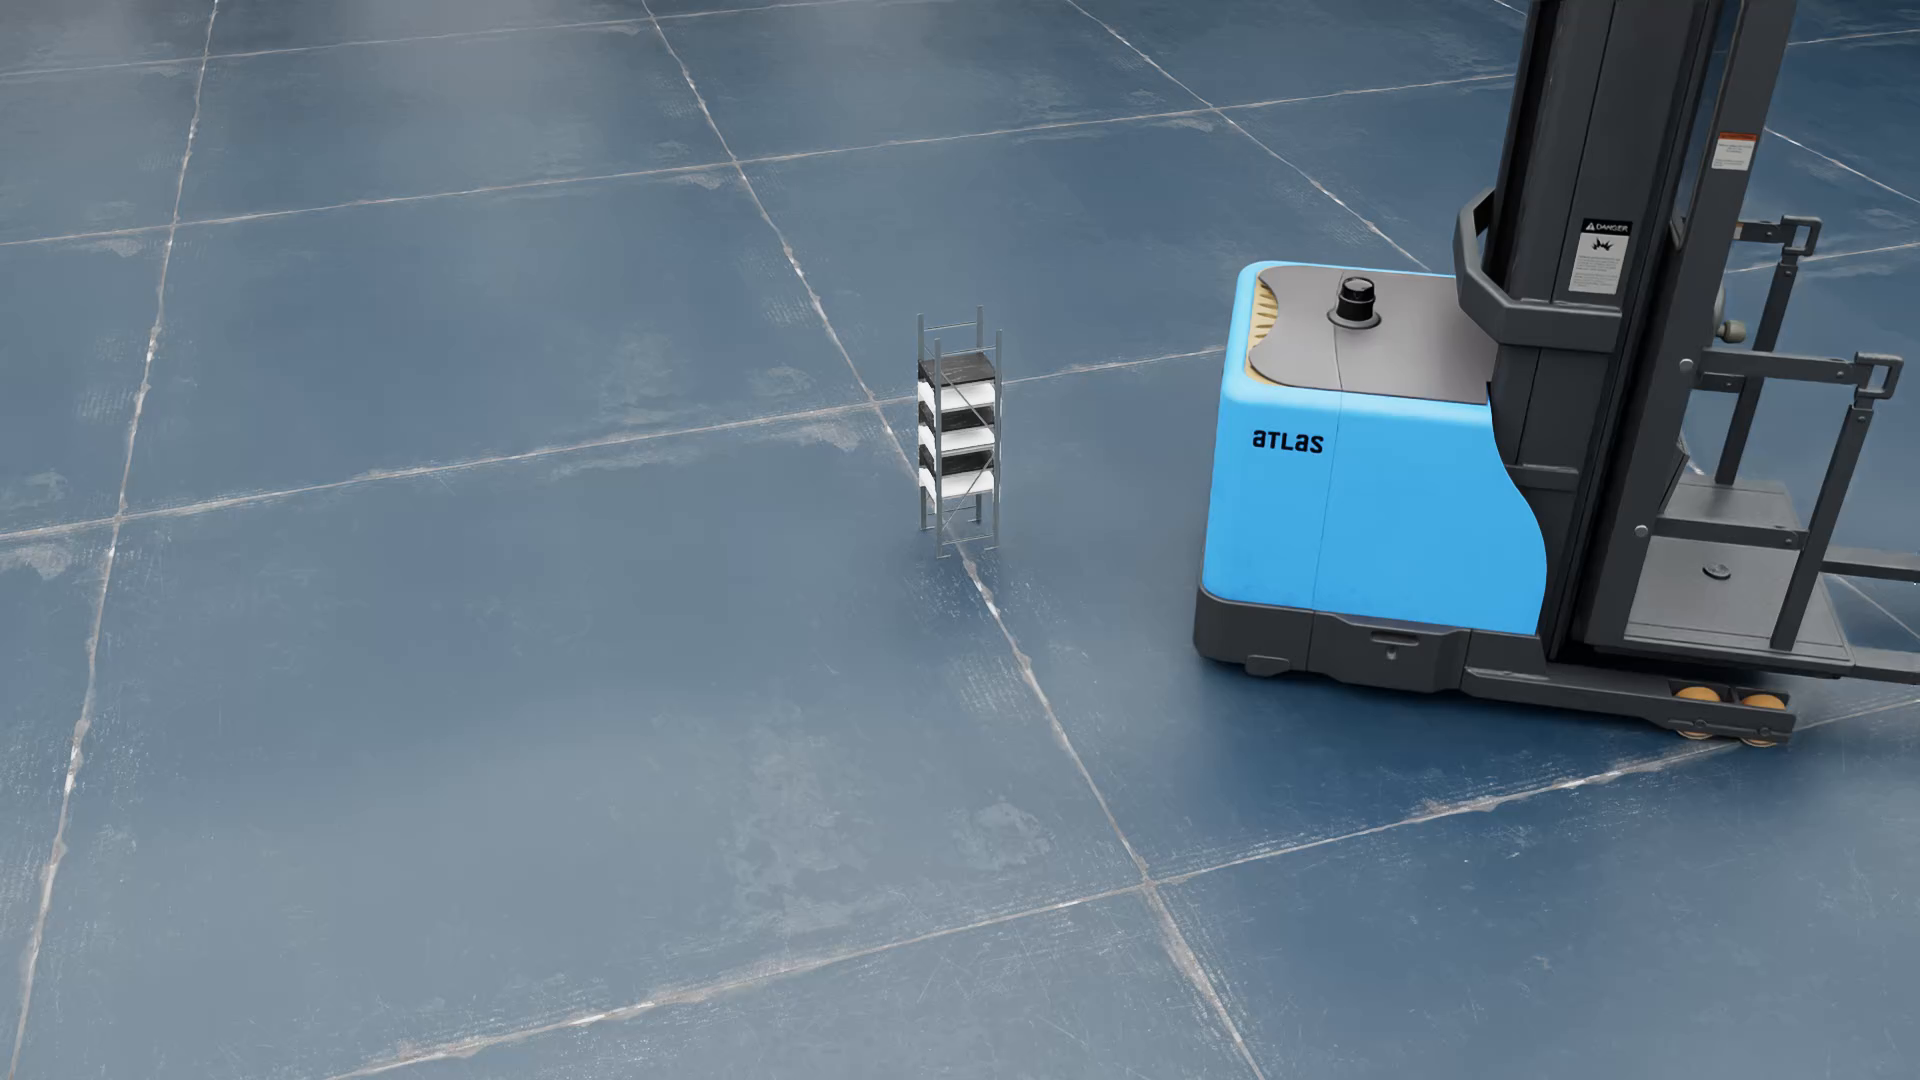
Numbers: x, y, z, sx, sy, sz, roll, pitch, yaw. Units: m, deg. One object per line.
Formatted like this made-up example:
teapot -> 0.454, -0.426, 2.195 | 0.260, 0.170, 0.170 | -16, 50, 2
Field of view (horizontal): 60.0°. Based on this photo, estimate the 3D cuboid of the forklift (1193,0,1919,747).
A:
forklift -> 2.354, -0.889, 4.937 | 3.031, 2.935, 1.130 | 6, 34, 10

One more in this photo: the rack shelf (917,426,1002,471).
rack shelf -> -0.002, -0.352, 6.027 | 0.258, 0.077, 0.200 | -10, 35, -15

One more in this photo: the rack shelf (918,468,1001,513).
rack shelf -> -0.002, -0.202, 6.126 | 0.258, 0.077, 0.200 | -10, 35, -15

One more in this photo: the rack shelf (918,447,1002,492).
rack shelf -> -0.002, -0.277, 6.076 | 0.258, 0.077, 0.200 | -10, 35, -15

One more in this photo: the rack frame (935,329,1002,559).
rack frame -> 0.029, -0.326, 5.928 | 0.240, 0.900, 0.006 | -10, 35, -15

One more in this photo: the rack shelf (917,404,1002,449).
rack shelf -> -0.002, -0.427, 5.977 | 0.258, 0.077, 0.200 | -10, 35, -15

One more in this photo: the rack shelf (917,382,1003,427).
rack shelf -> -0.002, -0.502, 5.928 | 0.258, 0.077, 0.200 | -10, 35, -15

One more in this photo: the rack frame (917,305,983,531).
rack frame -> -0.033, -0.433, 6.089 | 0.240, 0.900, 0.006 | -10, 35, -15

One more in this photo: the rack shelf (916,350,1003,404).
rack shelf -> -0.002, -0.577, 5.878 | 0.258, 0.077, 0.200 | -10, 35, -15

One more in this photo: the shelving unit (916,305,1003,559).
shelving unit -> -0.002, -0.380, 6.008 | 0.258, 0.900, 0.210 | -10, 35, -15
